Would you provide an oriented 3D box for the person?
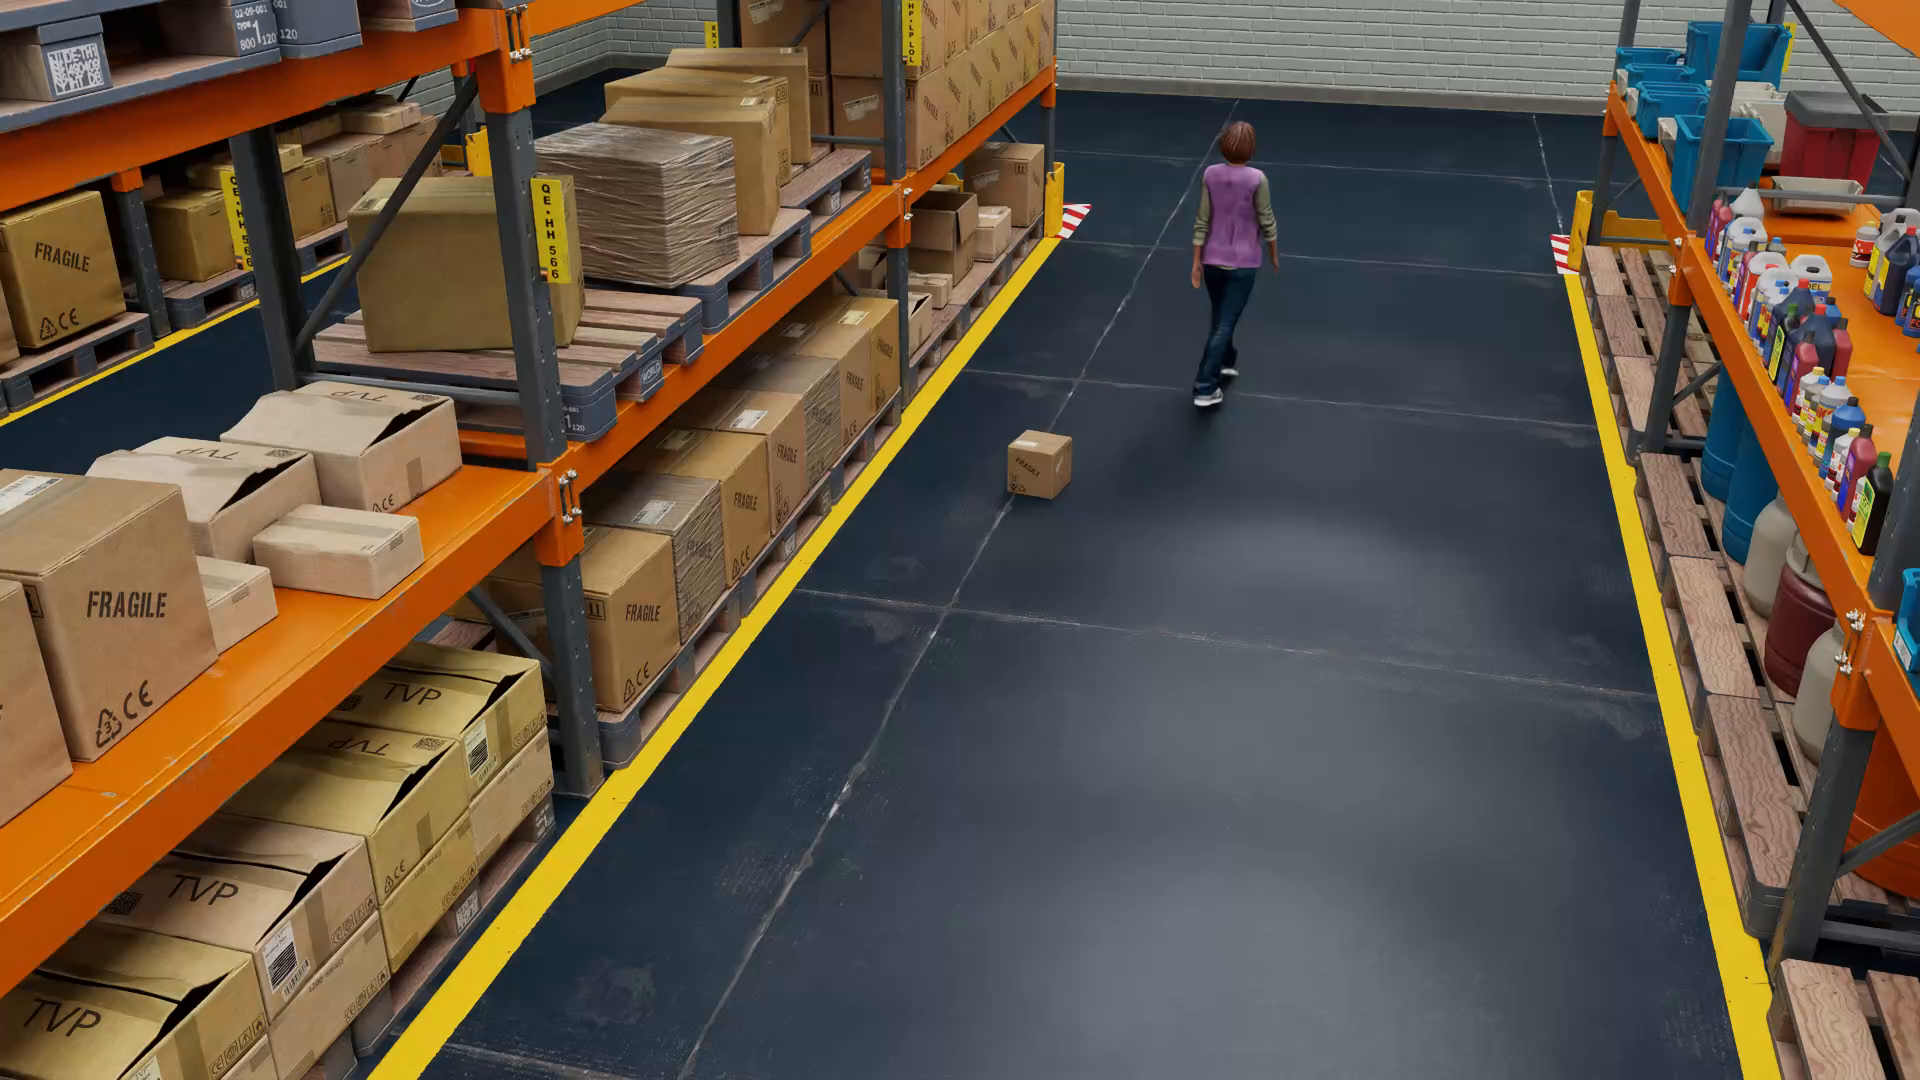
[{"bbox_3d":[1.559,-1.553,9.361,0.427,1.579,0.802,15,30,28],"label":"person"}]
